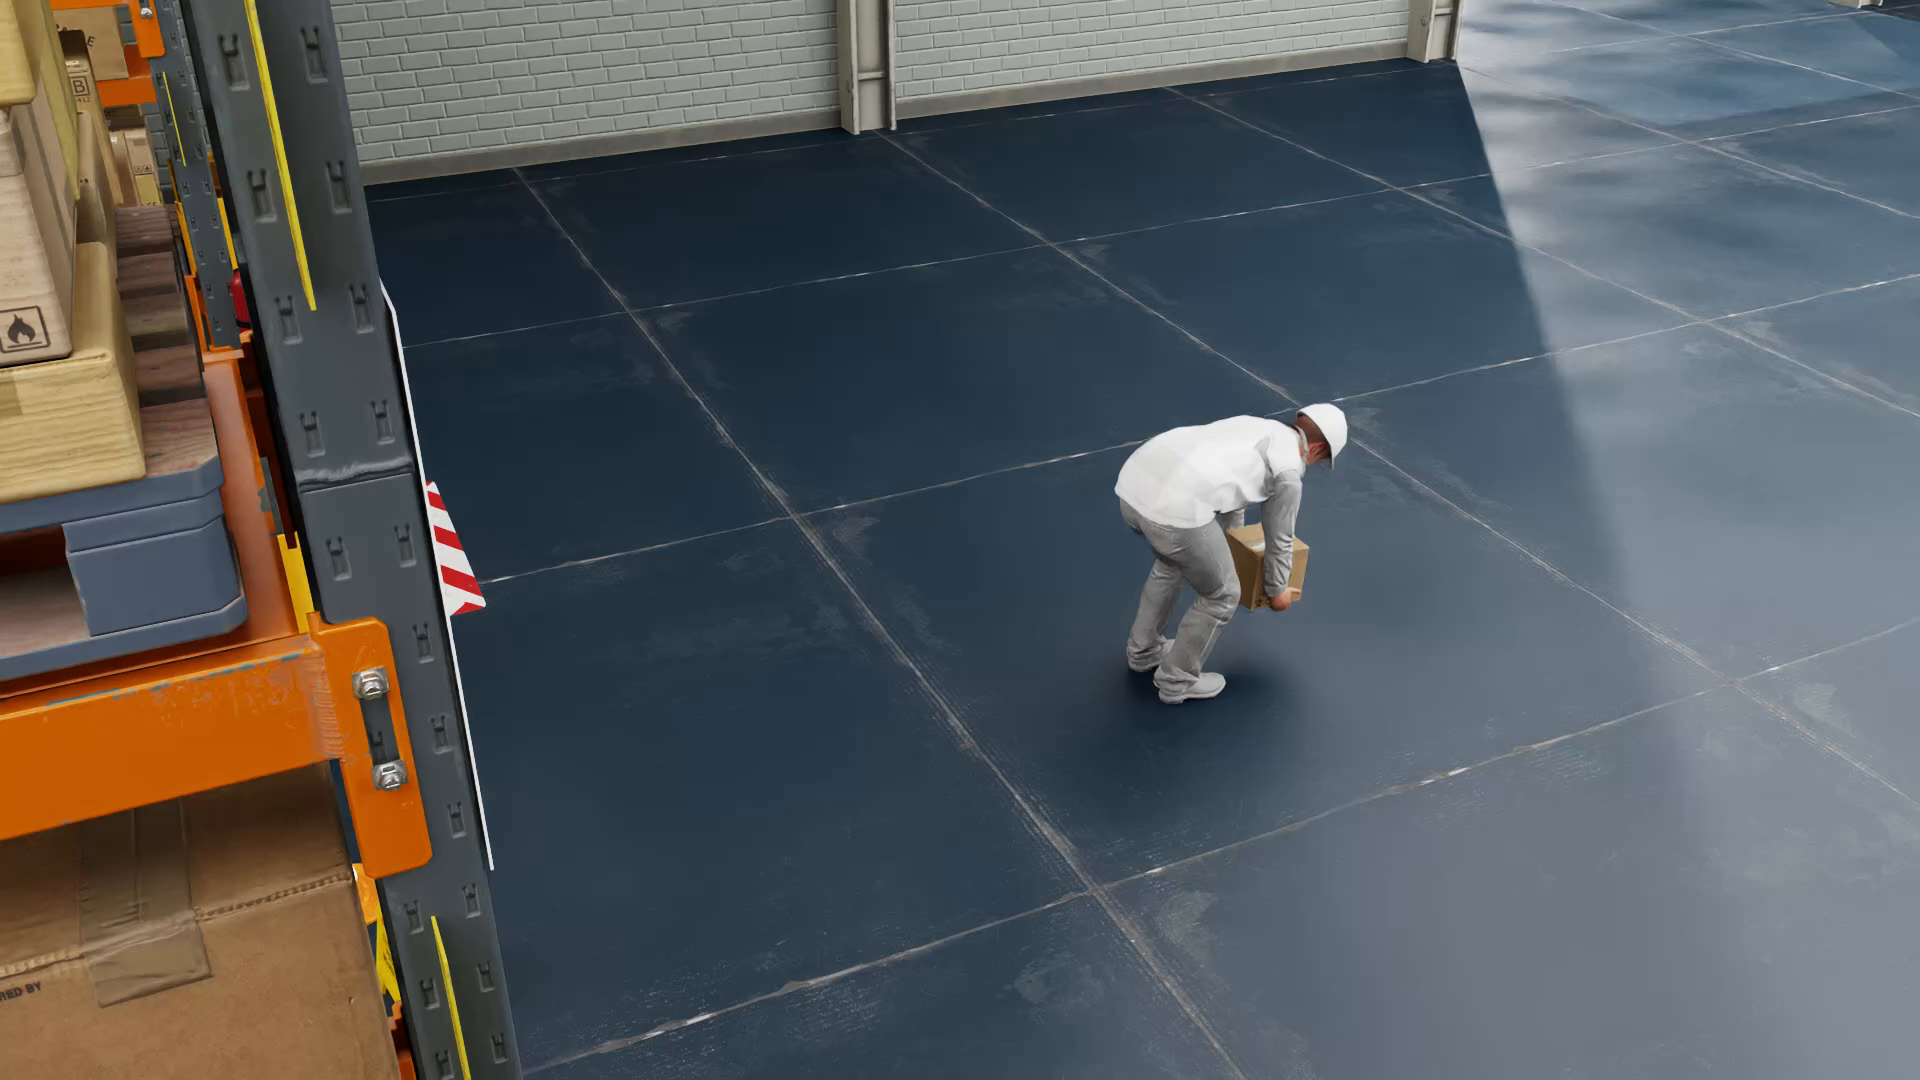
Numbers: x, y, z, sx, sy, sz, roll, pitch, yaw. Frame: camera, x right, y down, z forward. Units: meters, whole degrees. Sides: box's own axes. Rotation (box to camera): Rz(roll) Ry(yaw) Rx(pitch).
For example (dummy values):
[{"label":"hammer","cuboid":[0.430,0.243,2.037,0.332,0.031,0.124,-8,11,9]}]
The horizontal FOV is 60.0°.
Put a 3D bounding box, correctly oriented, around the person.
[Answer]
[{"label":"person","cuboid":[1.098,0.027,6.718,1.008,1.123,0.466,-14,32,-24]}]
